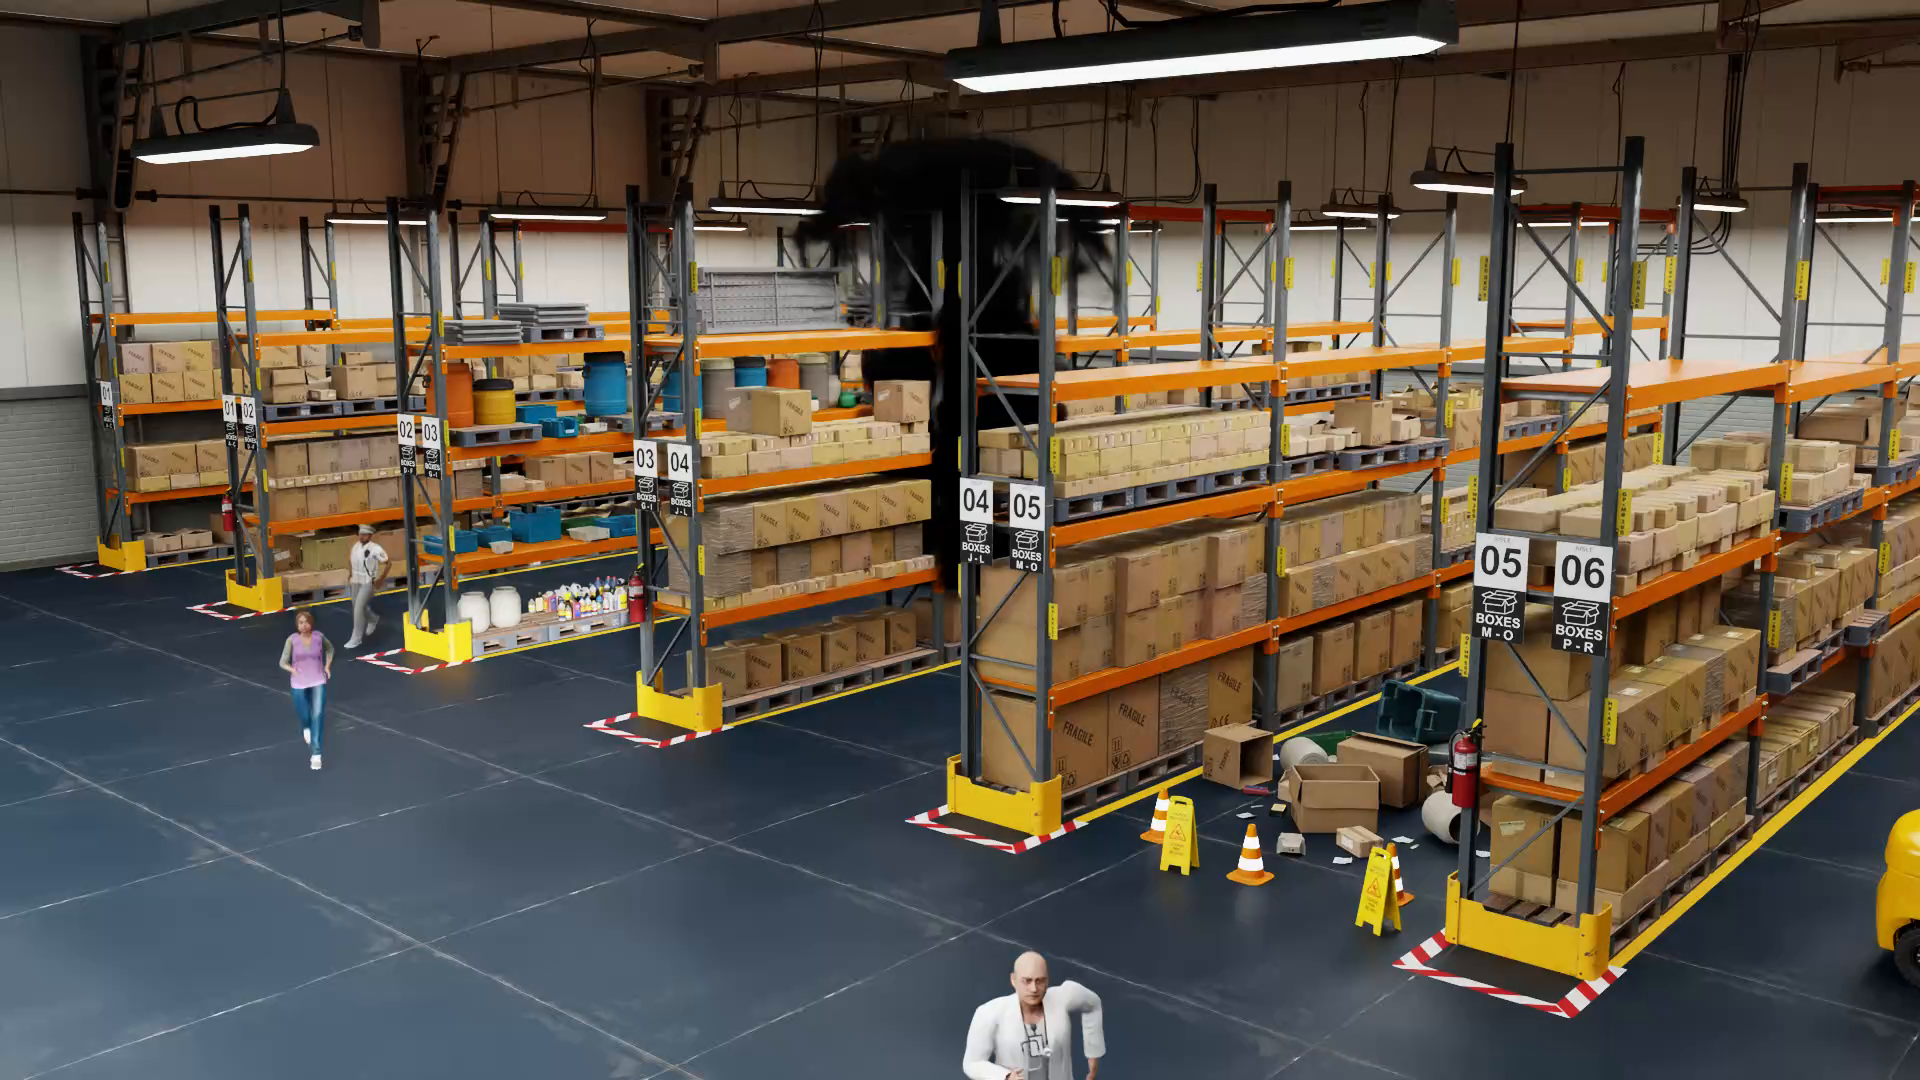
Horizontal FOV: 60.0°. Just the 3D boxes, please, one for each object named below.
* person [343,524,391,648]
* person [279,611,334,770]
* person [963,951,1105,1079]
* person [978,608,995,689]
[{"bbox_3d":[-8.064,0.591,22.706,0.627,1.676,0.788,3,10,20],"label":"person"},{"bbox_3d":[-6.784,1.518,17.327,0.541,1.593,0.870,-4,10,-22],"label":"person"},{"bbox_3d":[0.387,2.914,8.477,0.751,1.781,0.893,0,9,-3],"label":"person"},{"bbox_3d":[0.480,1.208,18.680,0.657,1.756,0.655,5,11,28],"label":"person"}]
